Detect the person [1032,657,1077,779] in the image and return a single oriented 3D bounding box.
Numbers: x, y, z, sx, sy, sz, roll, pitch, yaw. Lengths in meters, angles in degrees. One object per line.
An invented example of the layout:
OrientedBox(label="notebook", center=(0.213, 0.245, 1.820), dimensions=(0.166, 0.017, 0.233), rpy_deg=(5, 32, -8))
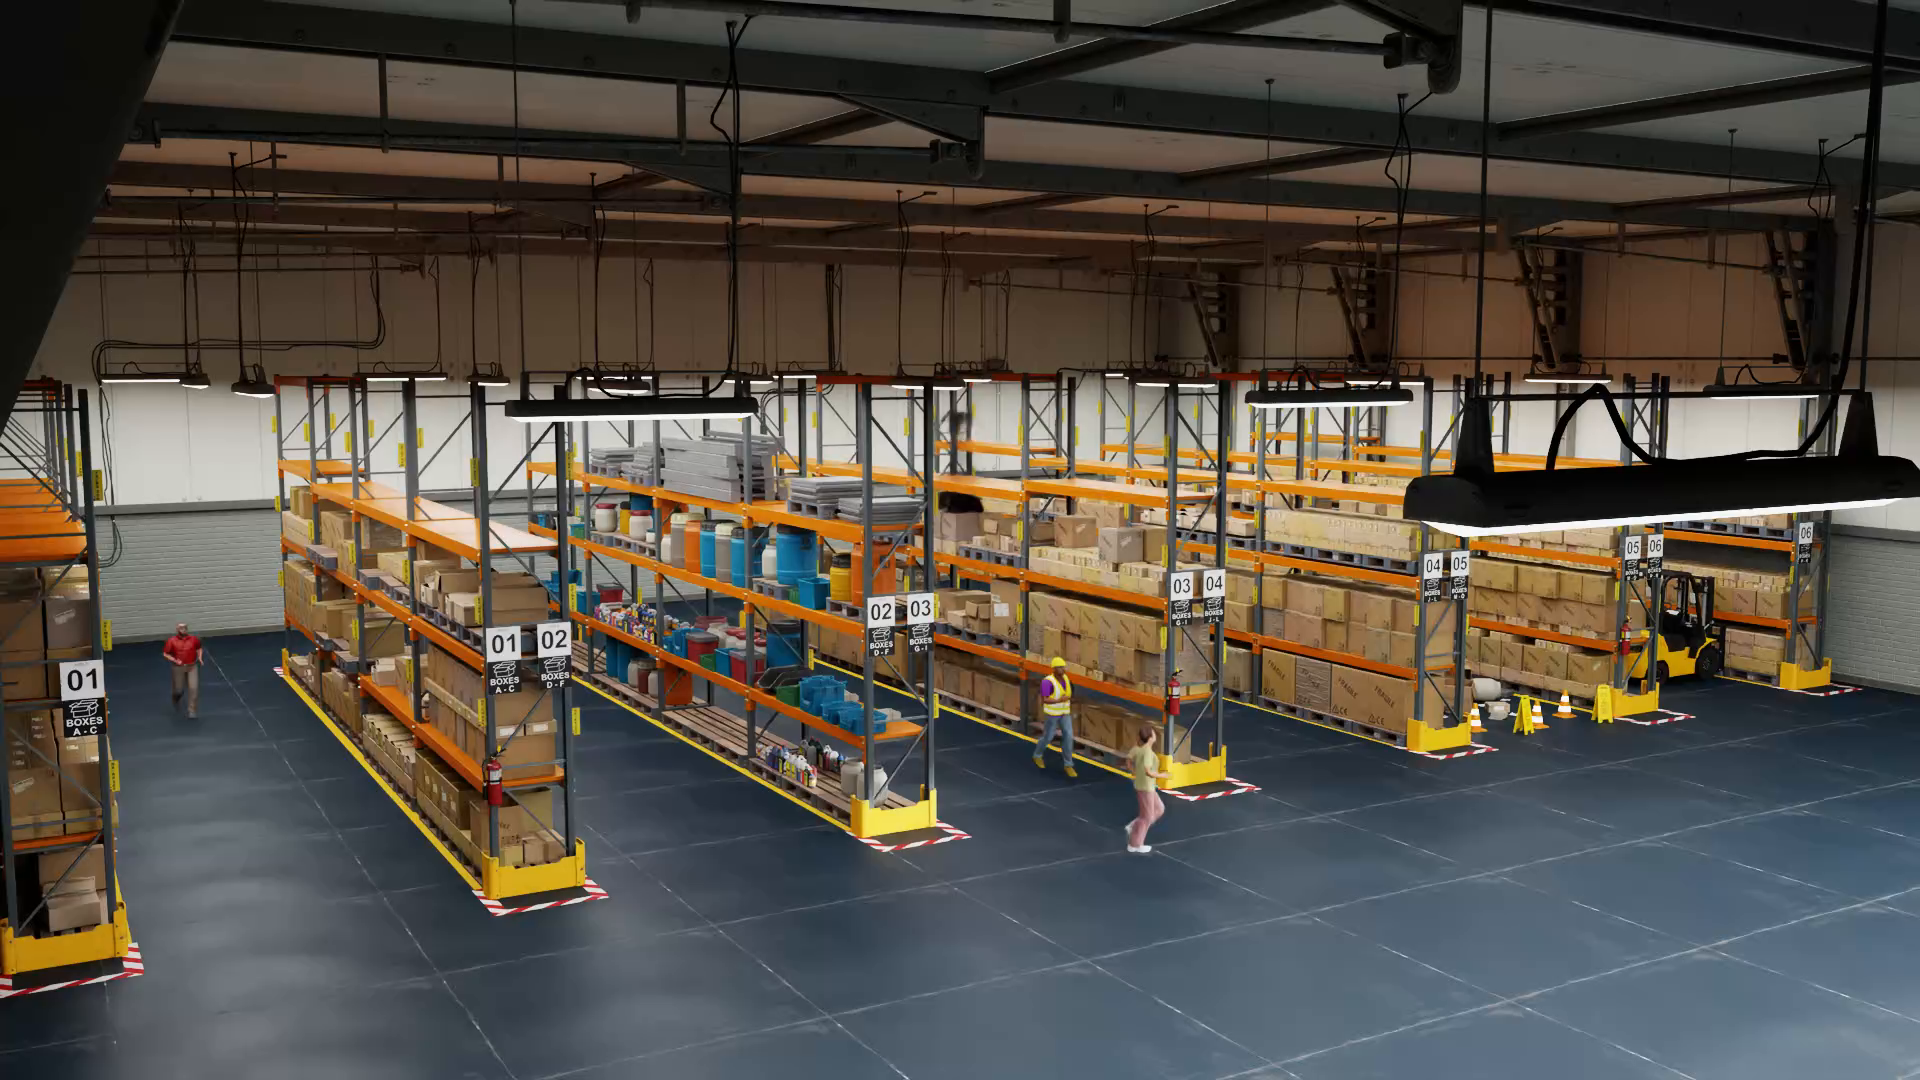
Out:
OrientedBox(label="person", center=(1.457, 2.668, 25.304), dimensions=(0.681, 1.804, 0.879), rpy_deg=(-5, 8, -36))

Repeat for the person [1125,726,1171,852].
OrientedBox(label="person", center=(2.417, 3.189, 21.296), dimensions=(0.538, 1.639, 0.560), rpy_deg=(-1, 6, -8))

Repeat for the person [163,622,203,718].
OrientedBox(label="person", center=(-13.692, 2.280, 29.367), dimensions=(0.674, 1.681, 0.774), rpy_deg=(-5, 8, -37))
